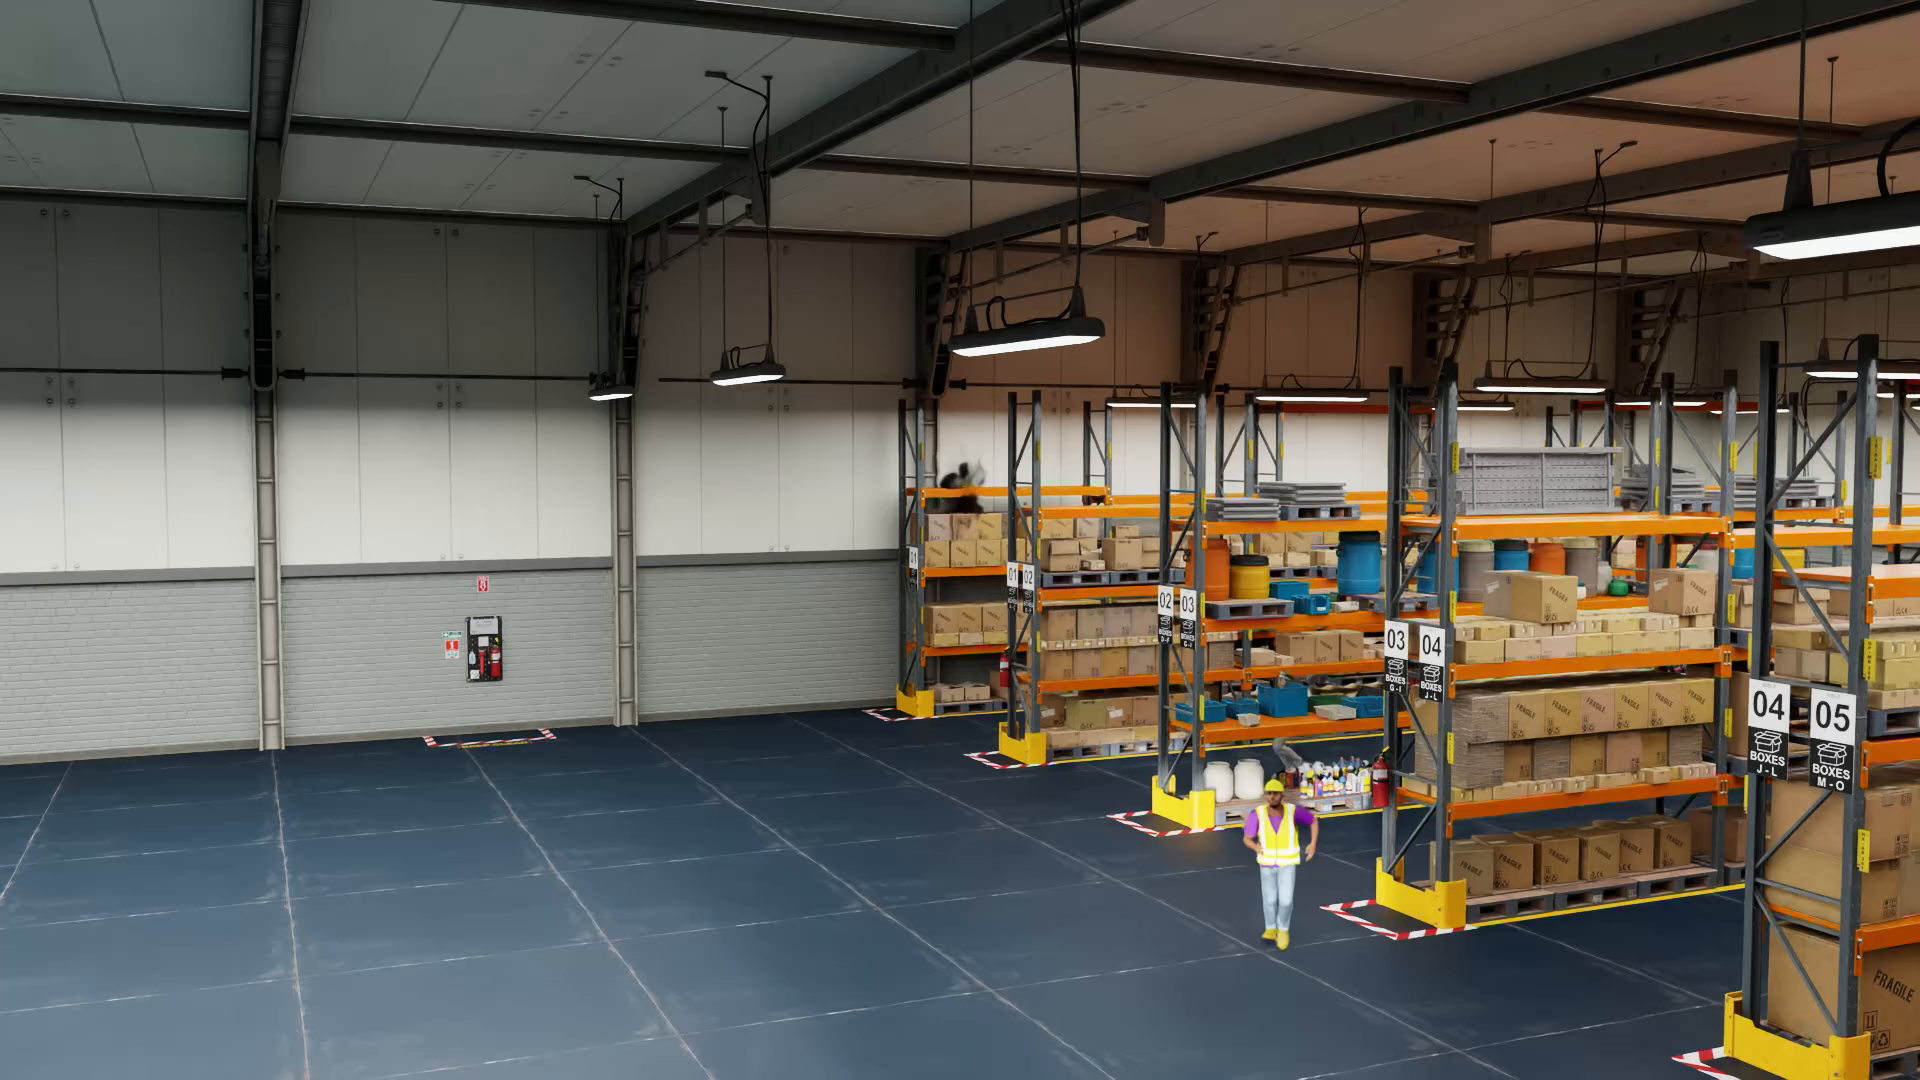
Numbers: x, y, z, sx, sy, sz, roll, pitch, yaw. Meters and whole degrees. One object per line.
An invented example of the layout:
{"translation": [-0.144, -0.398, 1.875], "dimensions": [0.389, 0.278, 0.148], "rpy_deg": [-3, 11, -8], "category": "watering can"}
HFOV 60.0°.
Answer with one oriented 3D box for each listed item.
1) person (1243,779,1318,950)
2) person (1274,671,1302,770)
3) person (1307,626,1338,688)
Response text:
{"translation": [3.243, 3.287, 16.883], "dimensions": [0.718, 1.729, 0.842], "rpy_deg": [1, 4, 19], "category": "person"}
{"translation": [4.988, 2.836, 25.618], "dimensions": [0.560, 1.657, 0.643], "rpy_deg": [-2, 4, -25], "category": "person"}
{"translation": [7.093, 2.384, 32.555], "dimensions": [0.789, 1.753, 0.673], "rpy_deg": [-2, 4, -26], "category": "person"}
